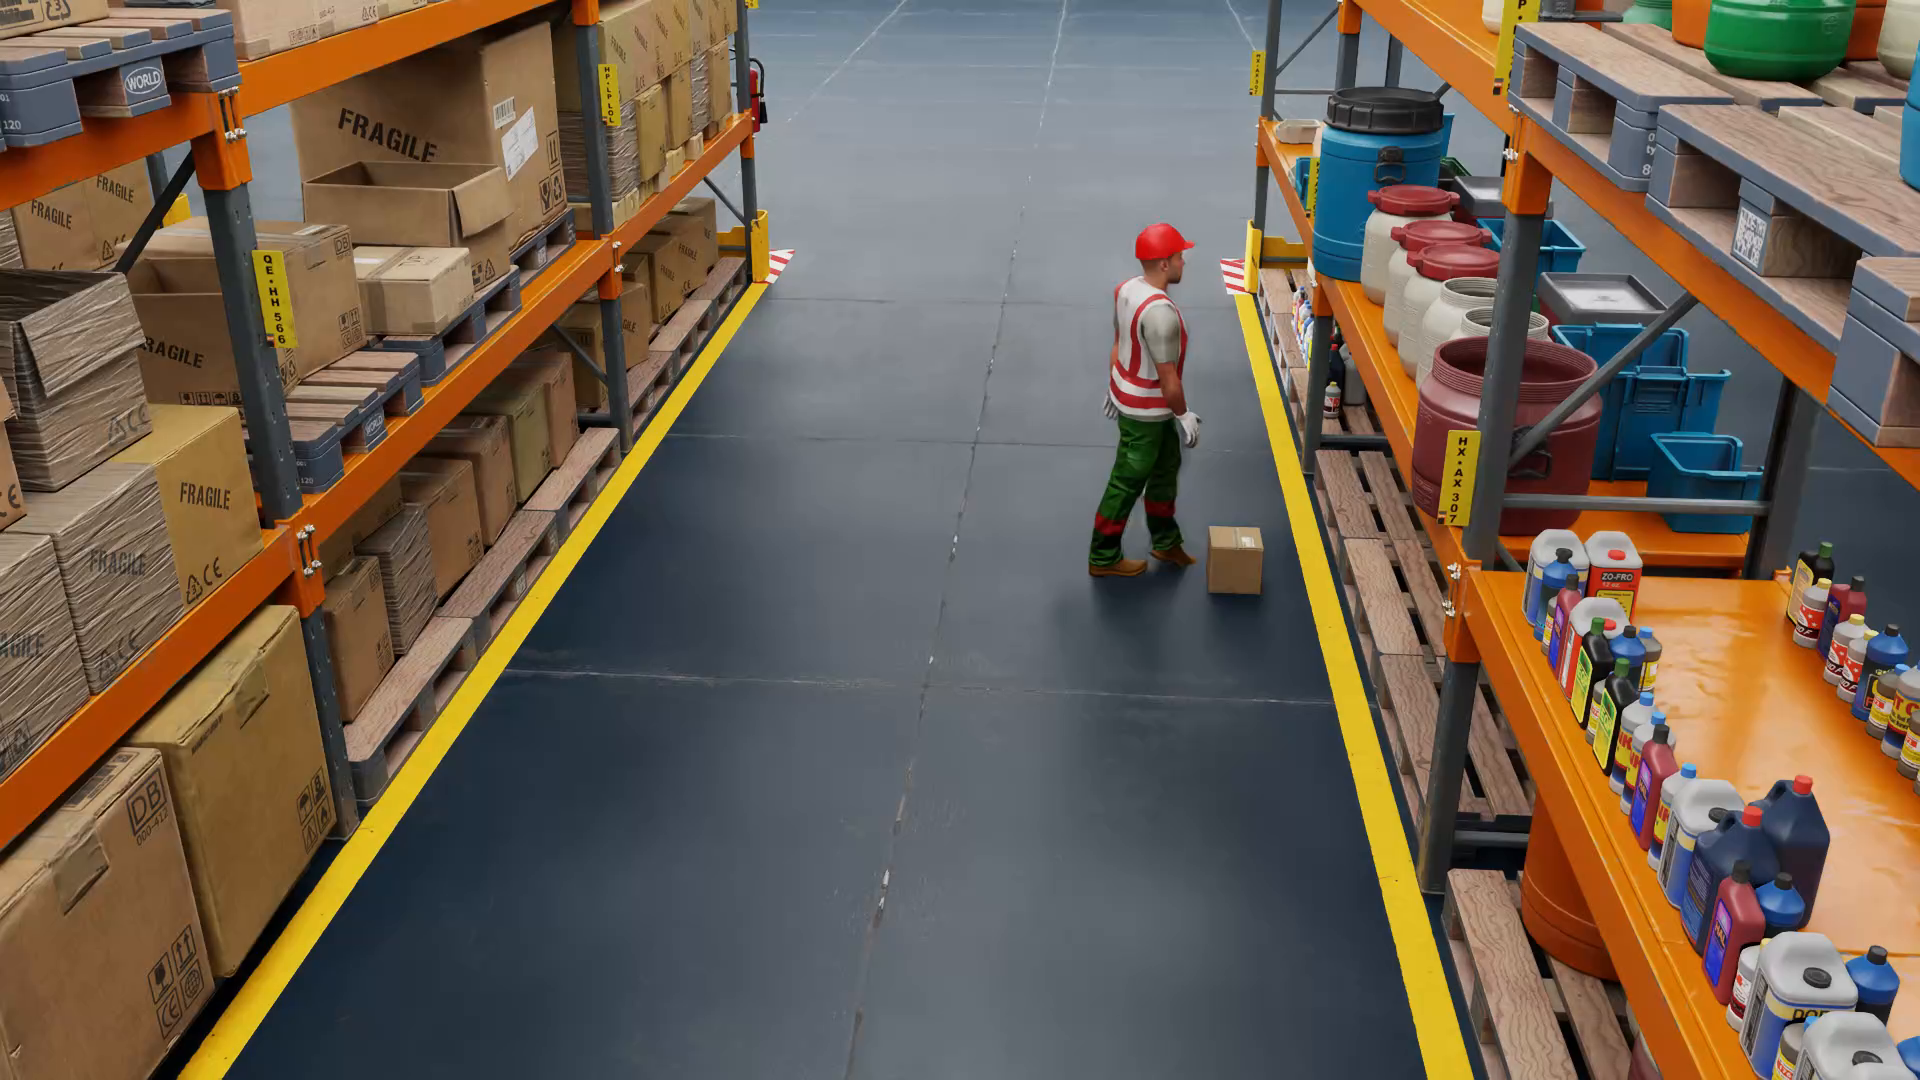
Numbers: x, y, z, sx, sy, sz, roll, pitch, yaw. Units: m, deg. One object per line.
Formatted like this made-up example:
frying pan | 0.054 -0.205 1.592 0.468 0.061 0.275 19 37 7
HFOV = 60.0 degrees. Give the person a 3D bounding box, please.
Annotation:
person | 0.943 -0.605 7.957 0.613 1.841 0.596 -2 24 -5
